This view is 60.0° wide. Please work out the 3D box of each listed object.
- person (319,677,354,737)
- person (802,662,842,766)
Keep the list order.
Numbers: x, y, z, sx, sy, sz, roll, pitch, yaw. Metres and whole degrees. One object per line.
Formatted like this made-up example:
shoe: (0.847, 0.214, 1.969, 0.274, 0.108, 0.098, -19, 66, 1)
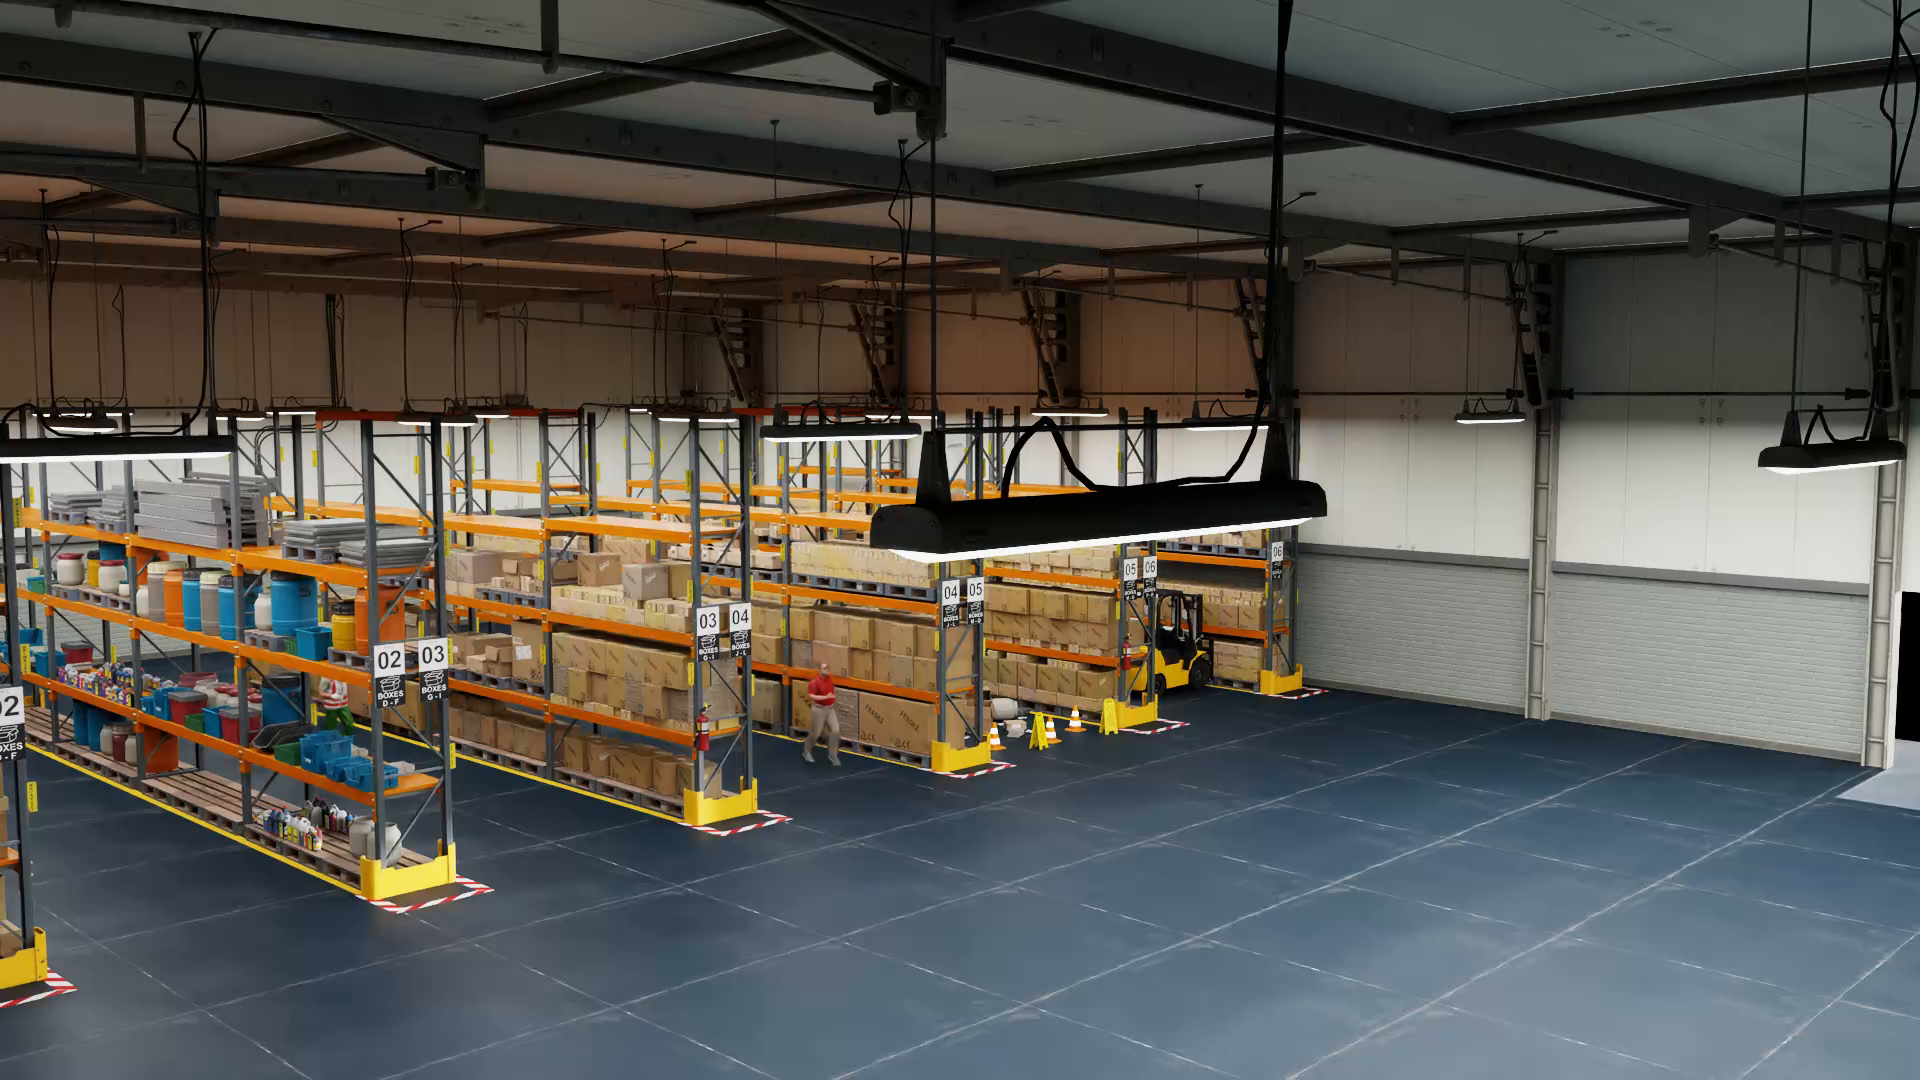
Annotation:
person: (-10.730, 2.916, 28.593, 0.763, 1.823, 0.636, 4, 6, 37)
person: (-2.358, 2.969, 28.307, 0.810, 1.806, 0.678, 4, 7, 41)
